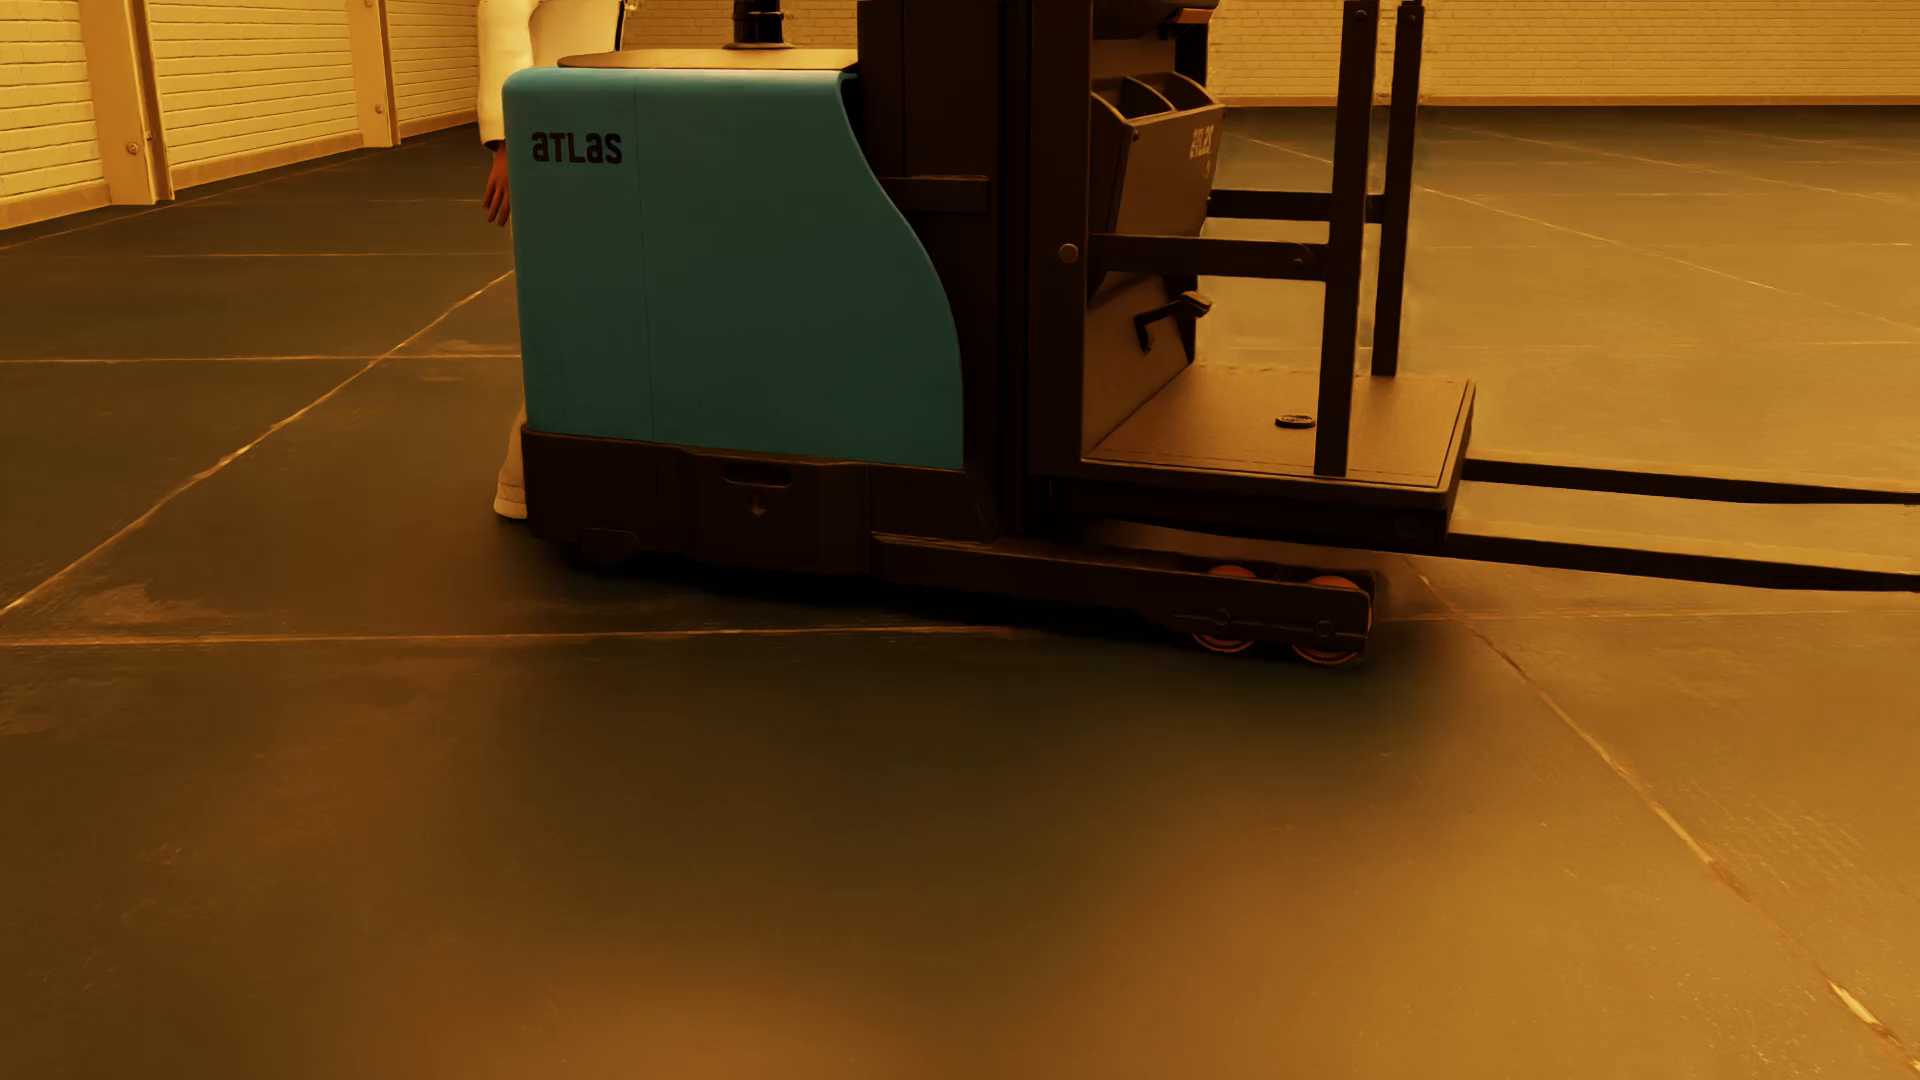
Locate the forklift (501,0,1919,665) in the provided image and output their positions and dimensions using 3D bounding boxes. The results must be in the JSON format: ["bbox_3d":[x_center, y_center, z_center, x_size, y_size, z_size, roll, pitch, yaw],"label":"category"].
[{"bbox_3d":[0.600,-1.340,3.289,3.031,2.935,1.130,6,18,18],"label":"forklift"}]

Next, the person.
[{"bbox_3d":[-0.938,-0.930,4.006,0.452,1.749,0.917,-2,17,-5],"label":"person"}]
